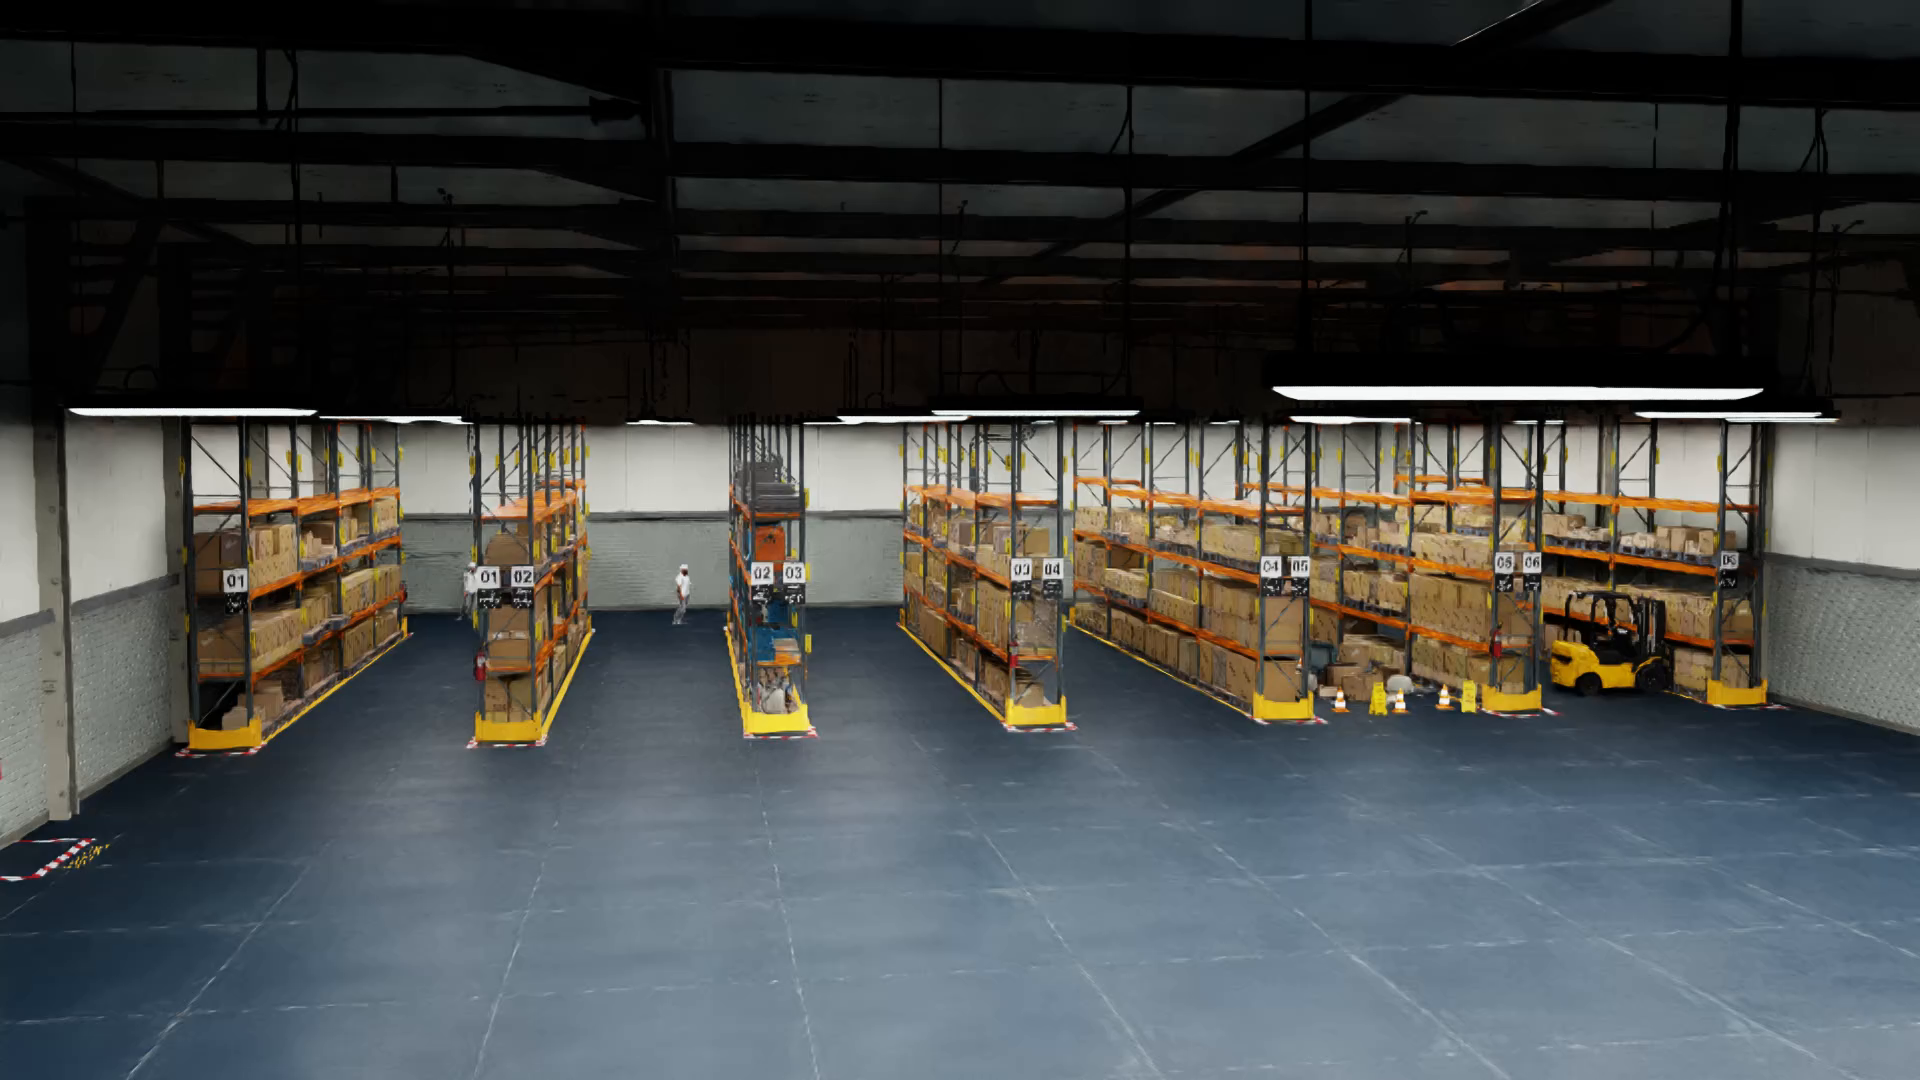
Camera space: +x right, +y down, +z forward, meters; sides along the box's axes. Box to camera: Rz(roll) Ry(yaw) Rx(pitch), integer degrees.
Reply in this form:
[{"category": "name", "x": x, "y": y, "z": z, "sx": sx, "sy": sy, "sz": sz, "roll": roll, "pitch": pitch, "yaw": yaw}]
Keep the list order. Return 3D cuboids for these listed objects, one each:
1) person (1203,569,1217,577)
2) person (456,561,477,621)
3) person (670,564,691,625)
[{"category": "person", "x": 7.781, "y": 1.301, "z": 52.099, "sx": 0.490, "sy": 1.761, "sz": 0.667, "roll": -4, "pitch": 5, "yaw": -44}, {"category": "person", "x": -14.483, "y": 1.511, "z": 48.970, "sx": 0.515, "sy": 1.758, "sz": 0.691, "roll": 3, "pitch": 5, "yaw": 40}, {"category": "person", "x": -8.043, "y": 1.575, "z": 47.916, "sx": 0.465, "sy": 1.761, "sz": 0.722, "roll": 1, "pitch": 4, "yaw": 17}]
